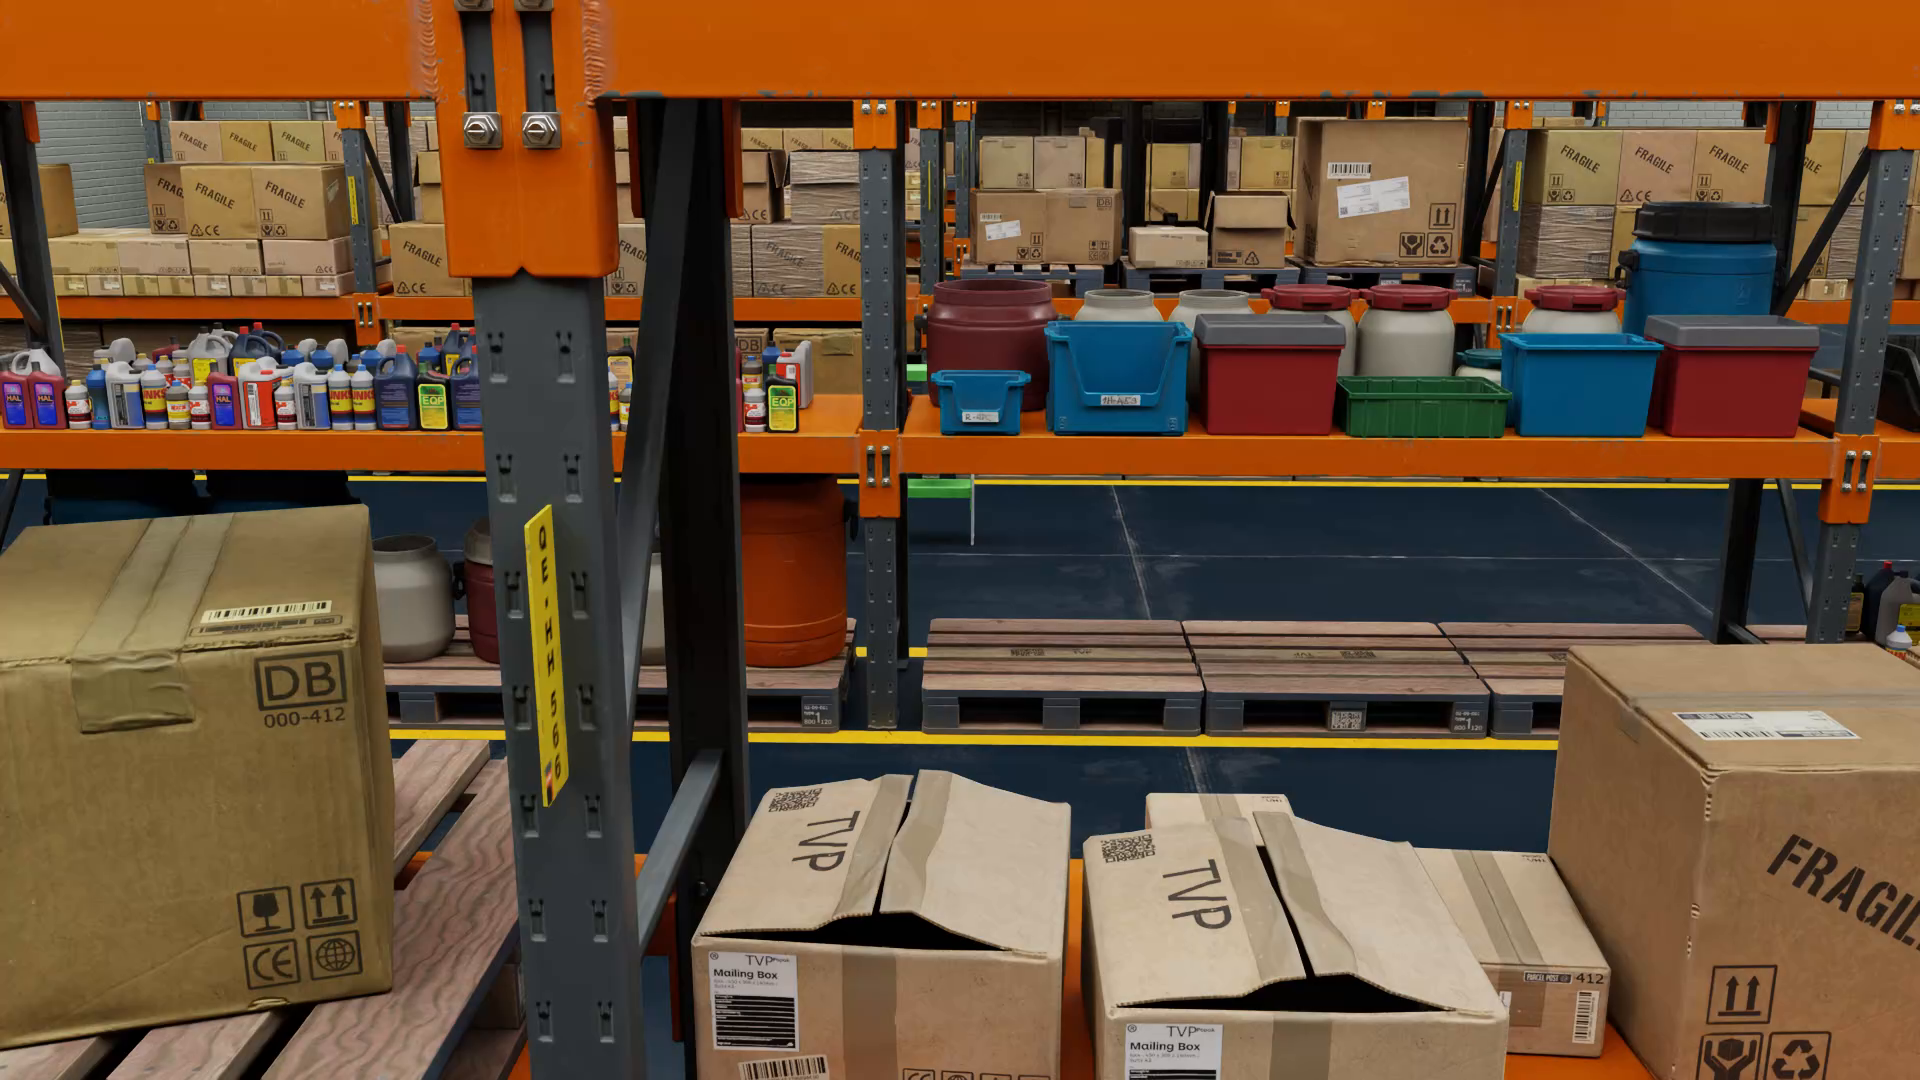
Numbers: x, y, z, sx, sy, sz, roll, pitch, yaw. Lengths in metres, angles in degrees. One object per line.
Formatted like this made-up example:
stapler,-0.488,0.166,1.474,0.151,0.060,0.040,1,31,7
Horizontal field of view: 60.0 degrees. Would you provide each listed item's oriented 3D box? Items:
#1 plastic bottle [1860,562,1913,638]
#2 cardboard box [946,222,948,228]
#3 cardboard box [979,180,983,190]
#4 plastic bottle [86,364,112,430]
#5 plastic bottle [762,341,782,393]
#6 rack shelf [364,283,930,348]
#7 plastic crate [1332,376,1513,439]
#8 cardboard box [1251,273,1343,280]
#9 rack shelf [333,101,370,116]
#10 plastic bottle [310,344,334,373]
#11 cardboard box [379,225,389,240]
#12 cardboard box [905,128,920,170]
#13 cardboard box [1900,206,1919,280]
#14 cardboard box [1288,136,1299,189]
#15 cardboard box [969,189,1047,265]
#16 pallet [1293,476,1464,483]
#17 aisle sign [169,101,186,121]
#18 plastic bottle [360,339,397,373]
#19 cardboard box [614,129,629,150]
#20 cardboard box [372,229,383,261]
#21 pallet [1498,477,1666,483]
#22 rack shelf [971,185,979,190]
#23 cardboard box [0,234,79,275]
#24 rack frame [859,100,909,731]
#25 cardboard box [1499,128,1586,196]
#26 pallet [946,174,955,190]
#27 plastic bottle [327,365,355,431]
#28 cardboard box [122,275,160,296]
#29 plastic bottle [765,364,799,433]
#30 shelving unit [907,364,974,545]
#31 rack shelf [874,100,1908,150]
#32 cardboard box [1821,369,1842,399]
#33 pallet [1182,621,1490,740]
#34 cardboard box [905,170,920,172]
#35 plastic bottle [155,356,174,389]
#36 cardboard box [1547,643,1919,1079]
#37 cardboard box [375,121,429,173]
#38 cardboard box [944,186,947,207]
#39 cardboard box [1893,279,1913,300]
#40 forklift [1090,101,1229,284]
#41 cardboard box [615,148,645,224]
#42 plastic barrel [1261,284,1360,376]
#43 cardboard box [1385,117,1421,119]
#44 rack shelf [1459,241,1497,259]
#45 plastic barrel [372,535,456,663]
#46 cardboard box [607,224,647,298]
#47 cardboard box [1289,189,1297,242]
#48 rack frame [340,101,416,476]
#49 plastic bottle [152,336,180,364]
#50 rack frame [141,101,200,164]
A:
plastic bottle,4.325,0.274,7.752,0.185,0.351,0.144,0,15,0
cardboard box,-0.322,-5.054,26.420,0.250,0.149,0.380,0,15,-1
cardboard box,0.375,-4.573,21.463,0.250,0.149,0.380,0,15,-2
plastic bottle,-3.621,-0.606,7.009,0.097,0.271,0.097,0,15,0
plastic bottle,-0.864,-0.782,7.675,0.097,0.271,0.097,0,15,0
rack shelf,-2.197,-1.679,12.235,4.000,0.370,1.077,0,15,1
plastic crate,1.926,-0.562,7.004,0.662,0.188,0.450,0,15,1
cardboard box,3.405,-2.348,16.948,0.750,0.750,1.050,0,15,1
rack shelf,-5.943,-5.683,21.530,4.000,0.370,1.077,0,15,1
plastic bottle,-2.902,-0.756,7.578,0.097,0.271,0.097,0,15,0
cardboard box,-5.825,-3.117,16.766,0.250,0.149,0.380,1,15,3
cardboard box,-0.469,-5.010,21.292,0.500,0.500,0.500,0,15,0
cardboard box,6.747,-2.137,11.782,0.500,0.500,0.875,0,15,1
cardboard box,3.532,-3.786,16.653,0.500,0.500,0.700,0,15,0
cardboard box,0.343,-2.272,12.052,0.500,0.500,0.500,-1,15,-5
pallet,3.022,-0.644,12.368,1.213,0.211,1.003,0,15,1
aisle sign,-8.033,-4.664,17.043,0.004,0.787,0.394,0,15,1
plastic bottle,-2.685,-0.789,7.693,0.135,0.276,0.152,0,15,1
cardboard box,-4.422,-5.032,21.376,0.500,0.500,0.500,0,15,1
cardboard box,-4.660,-2.181,12.438,0.500,0.250,0.500,0,15,0
pallet,4.473,-0.644,12.368,1.213,0.211,1.003,0,15,1
rack shelf,2.177,-5.446,26.513,4.000,0.370,1.077,0,15,1
cardboard box,-6.701,-2.060,11.977,0.500,0.250,0.500,0,15,0
rack frame,-0.325,-0.751,7.306,0.127,3.000,1.000,0,15,1
cardboard box,4.257,-2.731,12.071,0.500,0.500,0.500,0,15,1
pallet,-0.501,-5.701,26.444,1.003,0.211,1.213,0,15,1
plastic bottle,-2.598,-0.599,6.983,0.097,0.271,0.097,0,15,0
cardboard box,-5.795,-1.845,11.947,0.250,0.149,0.380,0,15,1
plastic bottle,-0.740,-0.588,6.918,0.133,0.283,0.061,0,15,1
shelving unit,-0.165,-0.581,10.191,0.503,1.200,0.258,0,15,1
rack shelf,1.675,-1.840,6.966,4.000,0.370,1.077,0,15,1
cardboard box,6.577,-0.960,12.174,0.500,0.500,0.500,4,15,16
pallet,1.665,0.621,7.572,1.213,0.211,1.003,0,15,1
cardboard box,-0.432,-3.700,16.987,0.250,0.149,0.380,0,15,2
plastic bottle,-3.673,-0.751,7.694,0.097,0.201,0.097,0,15,0
cardboard box,1.223,0.471,2.480,0.500,0.500,0.500,0,15,-2
cardboard box,-5.474,-3.923,16.590,0.500,0.500,0.500,1,15,3
cardboard box,-0.428,-4.536,21.947,0.500,0.250,0.500,0,15,0
cardboard box,6.510,-1.798,11.766,0.250,0.149,0.380,0,15,1
forklift,1.767,-2.736,14.966,1.130,2.935,3.031,-2,15,-7
cardboard box,-2.251,-2.564,12.015,0.637,0.503,0.797,1,15,3
plastic barrel,1.557,-0.860,7.454,0.433,0.535,0.433,0,15,0
cardboard box,5.499,-5.114,21.103,0.500,0.500,0.700,0,15,0
rack shelf,6.028,-2.891,16.829,4.000,0.370,1.077,0,15,1
plastic barrel,-2.510,0.262,7.521,0.421,0.512,0.421,0,15,0
cardboard box,-2.224,-2.013,11.894,0.500,0.500,0.500,1,15,2
cardboard box,3.500,-3.236,16.528,0.500,0.500,0.500,0,15,1
rack frame,-4.197,-2.040,12.192,0.127,3.000,1.000,0,15,1
plastic bottle,-3.689,-0.810,7.761,0.133,0.283,0.061,0,15,1
rack frame,-7.968,-3.330,17.083,0.127,3.000,1.000,0,15,1
